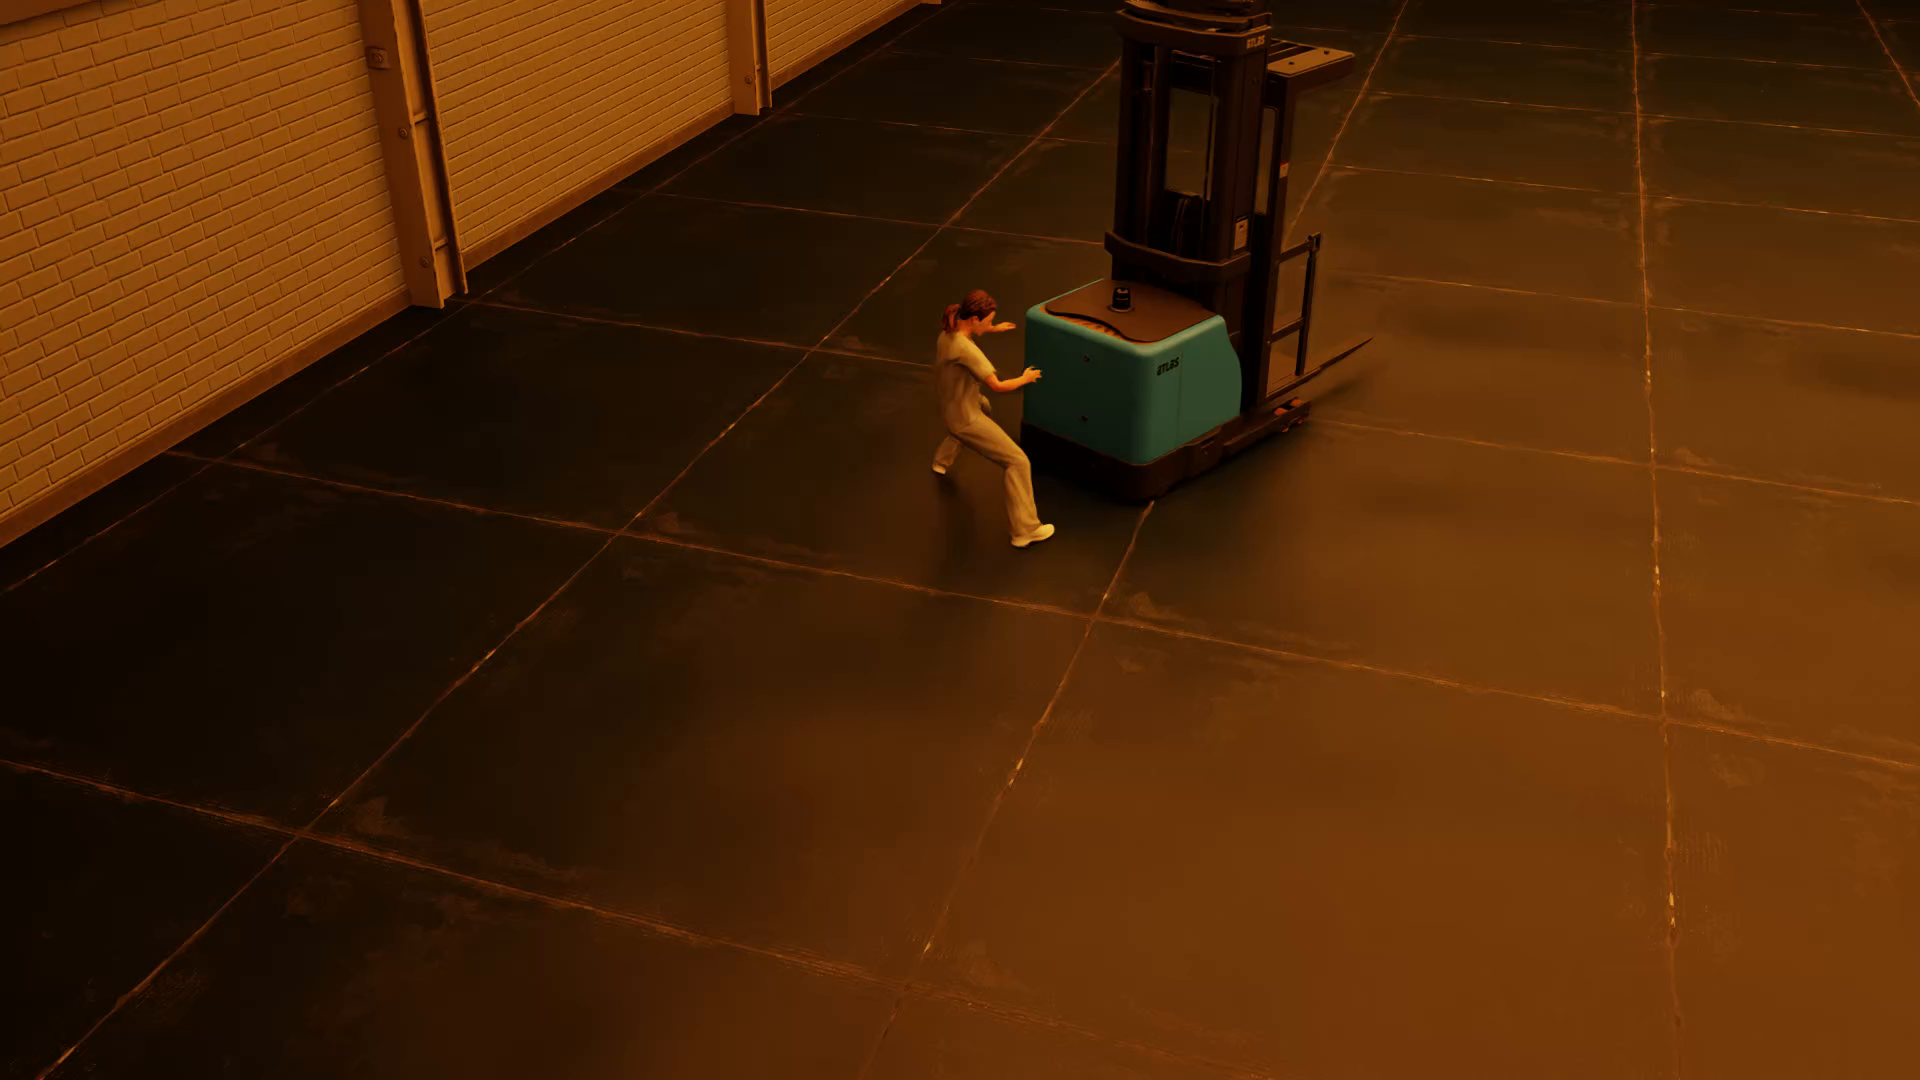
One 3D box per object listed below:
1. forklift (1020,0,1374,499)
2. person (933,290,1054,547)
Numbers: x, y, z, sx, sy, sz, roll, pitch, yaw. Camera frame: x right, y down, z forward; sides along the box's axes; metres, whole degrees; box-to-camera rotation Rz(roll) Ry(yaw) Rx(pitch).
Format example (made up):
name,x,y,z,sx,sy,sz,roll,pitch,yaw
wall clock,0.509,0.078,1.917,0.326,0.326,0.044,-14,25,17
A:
name,x,y,z,sx,sy,sz,roll,pitch,yaw
forklift,1.777,-2.164,10.933,1.130,2.935,3.031,25,38,37
person,0.160,-0.856,10.127,0.632,1.454,1.173,-7,30,-12
